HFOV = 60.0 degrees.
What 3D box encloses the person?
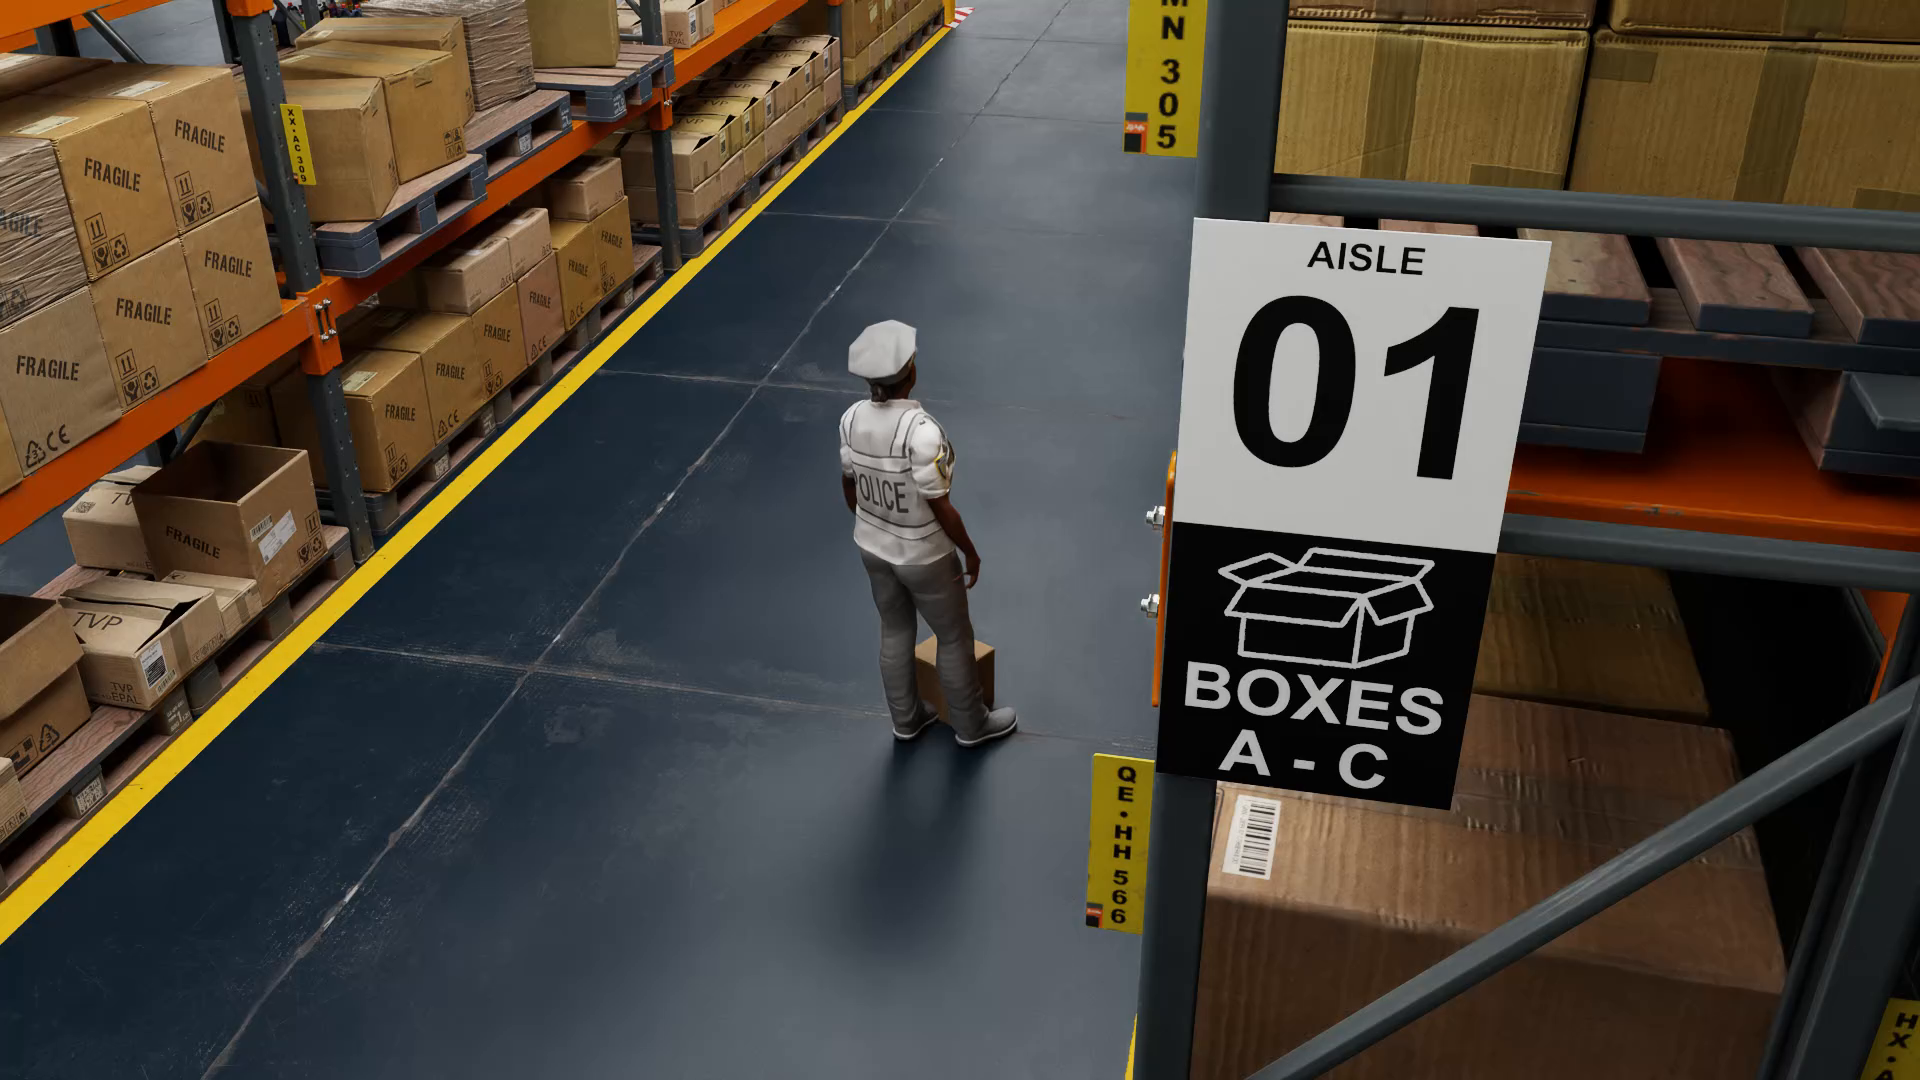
[{"bbox_3d":[-0.132,-0.003,6.088,0.569,1.685,0.528,20,35,32],"label":"person"}]
